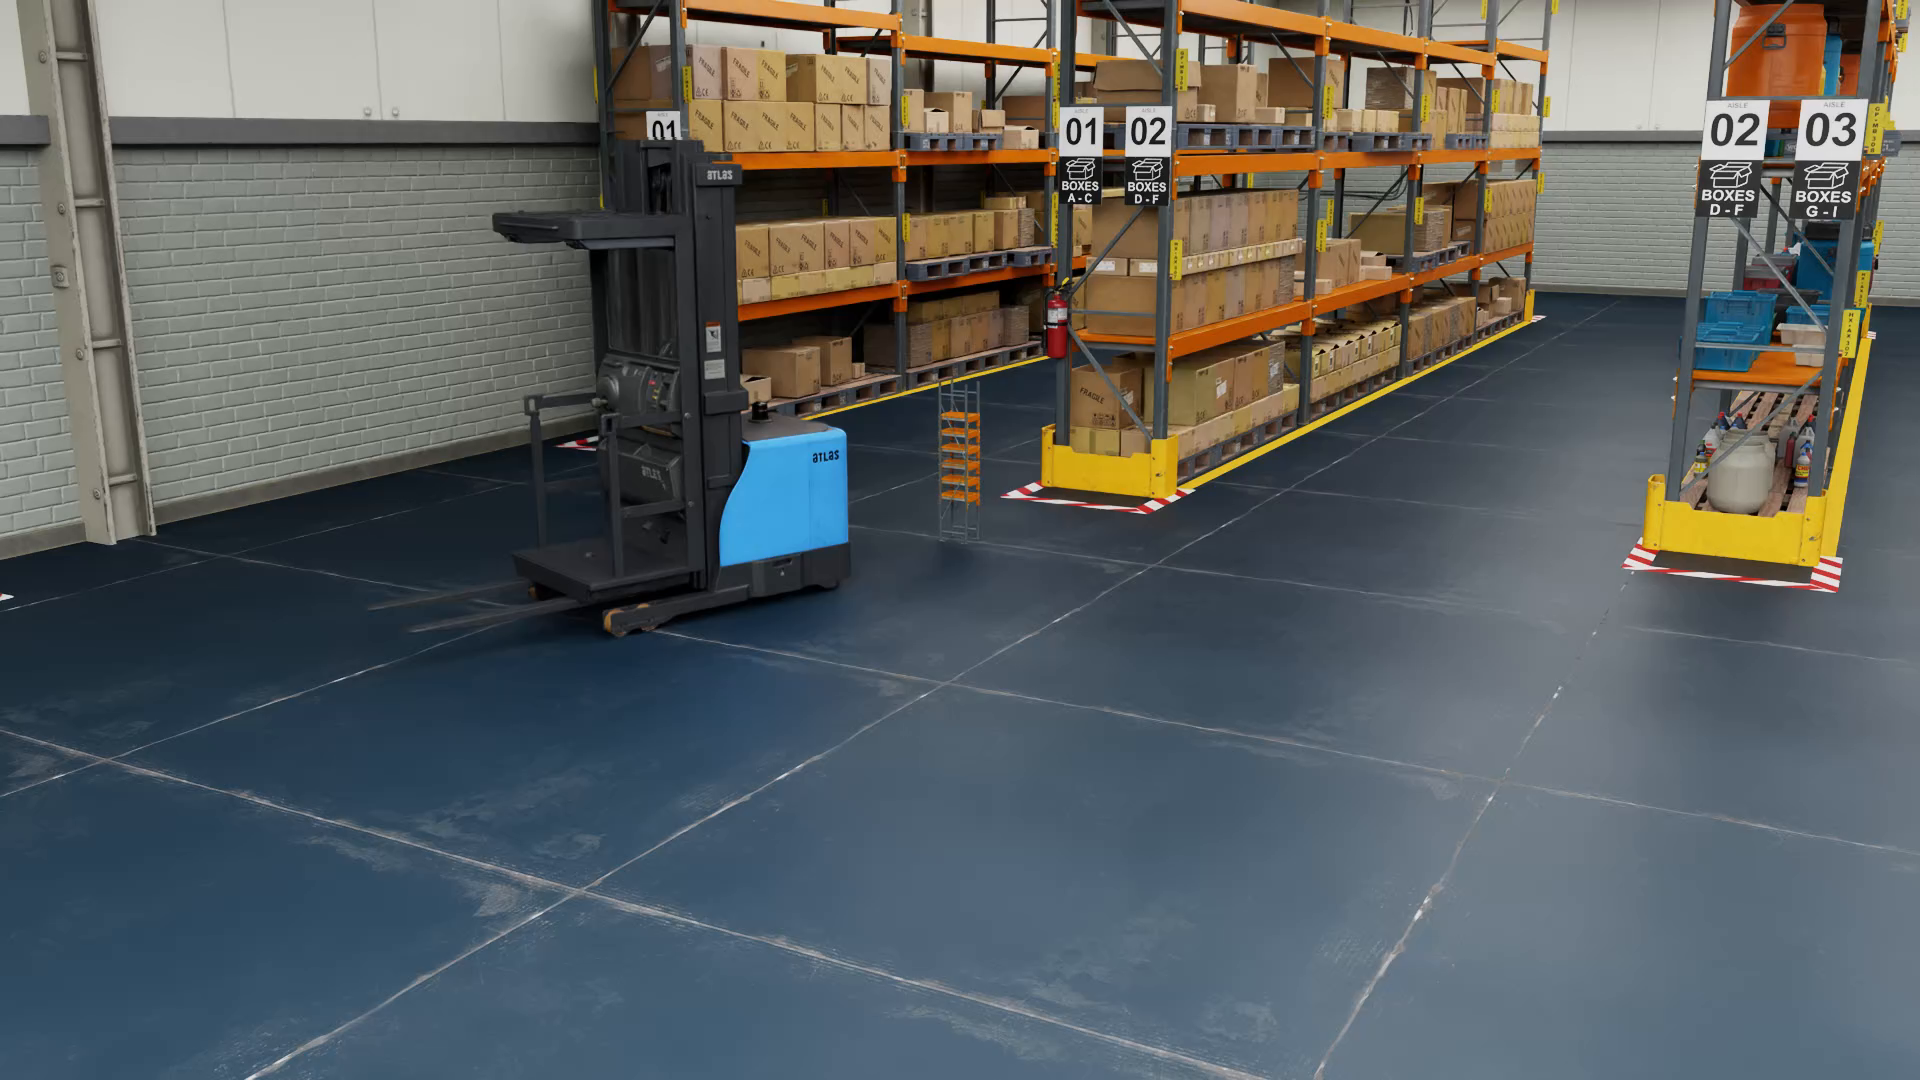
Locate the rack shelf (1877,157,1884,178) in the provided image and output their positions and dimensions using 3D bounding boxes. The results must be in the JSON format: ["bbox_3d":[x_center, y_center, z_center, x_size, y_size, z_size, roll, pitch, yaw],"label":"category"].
[{"bbox_3d":[10.461,-4.505,19.955,1.077,0.370,4.000,7,15,28],"label":"rack shelf"}]

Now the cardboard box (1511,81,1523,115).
[{"bbox_3d":[8.329,-6.867,25.872,0.700,0.500,0.500,7,15,28],"label":"cardboard box"}]

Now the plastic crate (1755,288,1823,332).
[{"bbox_3d":[7.196,-2.042,14.737,0.767,0.338,0.504,7,15,28],"label":"plastic crate"}]

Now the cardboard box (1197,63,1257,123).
[{"bbox_3d":[2.334,-3.996,14.899,0.500,0.500,0.500,7,15,28],"label":"cardboard box"}]

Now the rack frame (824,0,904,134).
[{"bbox_3d":[-1.112,-6.204,19.069,1.000,3.000,0.127,7,15,28],"label":"rack frame"}]

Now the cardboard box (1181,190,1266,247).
[{"bbox_3d":[2.531,-3.109,16.046,0.700,0.500,0.500,7,15,28],"label":"cardboard box"}]

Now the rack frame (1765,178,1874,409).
[{"bbox_3d":[9.494,-2.986,18.520,1.000,3.000,0.127,7,15,28],"label":"rack frame"}]

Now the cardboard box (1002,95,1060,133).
[{"bbox_3d":[1.001,-5.933,23.193,0.700,0.500,0.500,6,15,24],"label":"cardboard box"}]

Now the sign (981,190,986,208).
[{"bbox_3d":[0.334,-4.734,23.298,0.100,0.325,0.005,7,15,28],"label":"sign"}]

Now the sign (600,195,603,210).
[{"bbox_3d":[-3.522,-3.251,16.473,0.100,0.325,0.005,7,15,28],"label":"sign"}]

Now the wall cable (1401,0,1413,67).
[{"bbox_3d":[10.104,-10.425,32.427,3.097,2.526,0.112,7,15,28],"label":"wall cable"}]

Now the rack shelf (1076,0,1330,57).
[{"bbox_3d":[2.259,-4.689,15.173,1.077,0.370,4.000,7,15,28],"label":"rack shelf"}]

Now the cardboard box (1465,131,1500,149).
[{"bbox_3d":[7.545,-5.826,24.219,0.500,0.250,0.500,7,15,28],"label":"cardboard box"}]

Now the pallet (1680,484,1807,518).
[{"bbox_3d":[6.020,-0.176,12.814,1.003,0.211,1.213,7,15,28],"label":"pallet"}]

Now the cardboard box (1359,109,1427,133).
[{"bbox_3d":[5.341,-5.148,20.875,0.910,0.500,0.500,7,15,28],"label":"cardboard box"}]

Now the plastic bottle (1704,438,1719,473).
[{"bbox_3d":[6.277,-0.710,13.950,0.152,0.276,0.135,8,15,28],"label":"plastic bottle"}]

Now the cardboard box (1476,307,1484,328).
[{"bbox_3d":[7.486,-3.337,24.774,0.500,0.311,0.500,7,15,28],"label":"cardboard box"}]

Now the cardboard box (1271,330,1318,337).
[{"bbox_3d":[3.906,-2.295,19.429,0.500,0.311,0.500,7,15,27],"label":"cardboard box"}]

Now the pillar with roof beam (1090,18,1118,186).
[{"bbox_3d":[6.105,-7.600,24.856,9.100,9.000,0.400,7,15,28],"label":"pillar with roof beam"}]

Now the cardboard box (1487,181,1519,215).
[{"bbox_3d":[8.314,-5.286,25.711,0.500,0.500,0.500,8,16,30],"label":"cardboard box"}]

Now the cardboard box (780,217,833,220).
[{"bbox_3d":[-1.776,-3.411,18.959,0.500,0.500,0.500,7,15,28],"label":"cardboard box"}]

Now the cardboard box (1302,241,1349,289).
[{"bbox_3d":[4.108,-3.143,18.956,0.500,0.500,0.500,7,15,28],"label":"cardboard box"}]

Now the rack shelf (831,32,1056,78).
[{"bbox_3d":[-0.145,-6.071,20.902,1.077,0.370,4.000,7,15,28],"label":"rack shelf"}]

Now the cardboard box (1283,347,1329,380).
[{"bbox_3d":[3.644,-1.924,17.889,0.500,0.311,0.500,7,15,28],"label":"cardboard box"}]

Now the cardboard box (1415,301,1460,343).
[{"bbox_3d":[6.617,-3.031,23.099,0.500,0.500,0.500,8,16,29],"label":"cardboard box"}]

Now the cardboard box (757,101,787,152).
[{"bbox_3d":[-2.127,-4.237,17.053,0.500,0.500,0.500,8,16,31],"label":"cardboard box"}]

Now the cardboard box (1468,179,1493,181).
[{"bbox_3d":[8.336,-5.555,26.828,0.500,0.500,0.500,8,15,29],"label":"cardboard box"}]

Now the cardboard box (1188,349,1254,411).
[{"bbox_3d":[2.474,-1.531,15.855,0.500,0.500,0.500,7,15,28],"label":"cardboard box"}]

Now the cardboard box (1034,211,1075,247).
[{"bbox_3d":[1.280,-4.382,23.420,0.500,0.500,0.500,8,16,30],"label":"cardboard box"}]

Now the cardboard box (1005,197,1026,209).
[{"bbox_3d":[0.681,-4.612,22.729,0.380,0.149,0.250,5,15,21],"label":"cardboard box"}]

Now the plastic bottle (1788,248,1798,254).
[{"bbox_3d":[10.694,-3.620,21.412,0.152,0.276,0.135,7,15,28],"label":"plastic bottle"}]

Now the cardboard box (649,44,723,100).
[{"bbox_3d":[-2.647,-4.522,16.099,0.500,0.500,0.500,6,15,24],"label":"cardboard box"}]

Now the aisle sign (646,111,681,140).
[{"bbox_3d":[-2.818,-3.682,15.861,0.394,0.787,0.004,7,15,28],"label":"aisle sign"}]

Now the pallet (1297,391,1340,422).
[{"bbox_3d":[3.548,-1.528,18.419,1.003,0.211,1.213,7,15,28],"label":"pallet"}]

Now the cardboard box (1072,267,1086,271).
[{"bbox_3d":[2.128,-3.758,25.411,0.750,0.750,0.750,8,16,30],"label":"cardboard box"}]

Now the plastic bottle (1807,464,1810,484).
[{"bbox_3d":[6.826,-0.556,13.473,0.097,0.201,0.097,0,14,0],"label":"plastic bottle"}]

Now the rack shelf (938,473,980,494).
[{"bbox_3d":[-0.007,-0.420,12.419,0.258,0.103,0.180,7,15,28],"label":"rack shelf"}]

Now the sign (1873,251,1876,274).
[{"bbox_3d":[9.979,-3.005,18.248,0.100,0.325,0.005,7,15,28],"label":"sign"}]

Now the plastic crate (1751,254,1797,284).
[{"bbox_3d":[8.445,-2.720,17.281,0.402,0.464,0.583,7,15,28],"label":"plastic crate"}]

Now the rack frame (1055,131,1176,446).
[{"bbox_3d":[1.292,-1.907,14.043,1.000,3.000,0.127,7,15,28],"label":"rack frame"}]

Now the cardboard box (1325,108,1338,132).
[{"bbox_3d":[3.795,-4.555,18.052,0.500,0.250,0.500,6,15,23],"label":"cardboard box"}]

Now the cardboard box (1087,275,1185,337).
[{"bbox_3d":[1.529,-2.050,14.422,0.700,0.500,0.500,7,15,28],"label":"cardboard box"}]

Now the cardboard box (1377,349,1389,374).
[{"bbox_3d":[4.873,-2.174,20.121,0.500,0.250,0.500,7,15,27],"label":"cardboard box"}]

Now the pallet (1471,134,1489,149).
[{"bbox_3d":[6.717,-5.610,23.404,1.213,0.211,1.003,7,15,28],"label":"pallet"}]

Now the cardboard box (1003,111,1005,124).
[{"bbox_3d":[0.272,-5.504,22.306,0.500,0.500,0.500,7,15,28],"label":"cardboard box"}]

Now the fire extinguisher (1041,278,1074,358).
[{"bbox_3d":[0.829,-1.898,14.170,0.296,0.674,0.183,7,15,28],"label":"fire extinguisher"}]

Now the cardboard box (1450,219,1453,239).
[{"bbox_3d":[7.110,-4.549,24.789,0.500,0.500,0.500,8,16,29],"label":"cardboard box"}]

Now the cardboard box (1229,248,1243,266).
[{"bbox_3d":[2.414,-2.642,15.496,0.380,0.149,0.250,8,15,29],"label":"cardboard box"}]

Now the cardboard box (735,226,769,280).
[{"bbox_3d":[-2.304,-2.933,16.976,0.500,0.500,0.500,7,15,28],"label":"cardboard box"}]

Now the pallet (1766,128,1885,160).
[{"bbox_3d":[6.112,-2.870,12.041,1.003,0.211,1.213,7,15,28],"label":"pallet"}]

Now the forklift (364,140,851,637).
[{"bbox_3d":[-2.184,-0.976,10.327,3.031,2.935,1.130,-11,18,-39],"label":"forklift"}]

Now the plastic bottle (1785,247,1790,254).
[{"bbox_3d":[10.136,-3.421,20.430,0.144,0.351,0.185,7,15,28],"label":"plastic bottle"}]

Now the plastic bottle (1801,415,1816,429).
[{"bbox_3d":[7.501,-0.927,14.691,0.144,0.351,0.185,7,15,27],"label":"plastic bottle"}]

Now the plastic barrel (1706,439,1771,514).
[{"bbox_3d":[5.878,-0.483,12.550,0.421,0.512,0.421,0,14,0],"label":"plastic barrel"}]

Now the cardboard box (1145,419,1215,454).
[{"bbox_3d":[1.985,-0.962,15.095,0.500,0.250,0.500,7,15,28],"label":"cardboard box"}]

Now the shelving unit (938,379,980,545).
[{"bbox_3d":[-0.007,-0.580,12.381,0.258,1.200,0.189,7,15,28],"label":"shelving unit"}]

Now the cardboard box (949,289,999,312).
[{"bbox_3d":[0.189,-3.208,22.237,0.500,0.250,0.500,8,16,29],"label":"cardboard box"}]

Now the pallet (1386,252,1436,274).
[{"bbox_3d":[5.426,-3.602,21.483,1.213,0.211,1.003,7,15,28],"label":"pallet"}]

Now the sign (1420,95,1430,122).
[{"bbox_3d":[5.642,-5.232,20.162,0.100,0.325,0.005,7,15,28],"label":"sign"}]

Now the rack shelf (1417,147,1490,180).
[{"bbox_3d":[6.127,-5.067,22.286,1.077,0.370,4.000,7,15,28],"label":"rack shelf"}]
